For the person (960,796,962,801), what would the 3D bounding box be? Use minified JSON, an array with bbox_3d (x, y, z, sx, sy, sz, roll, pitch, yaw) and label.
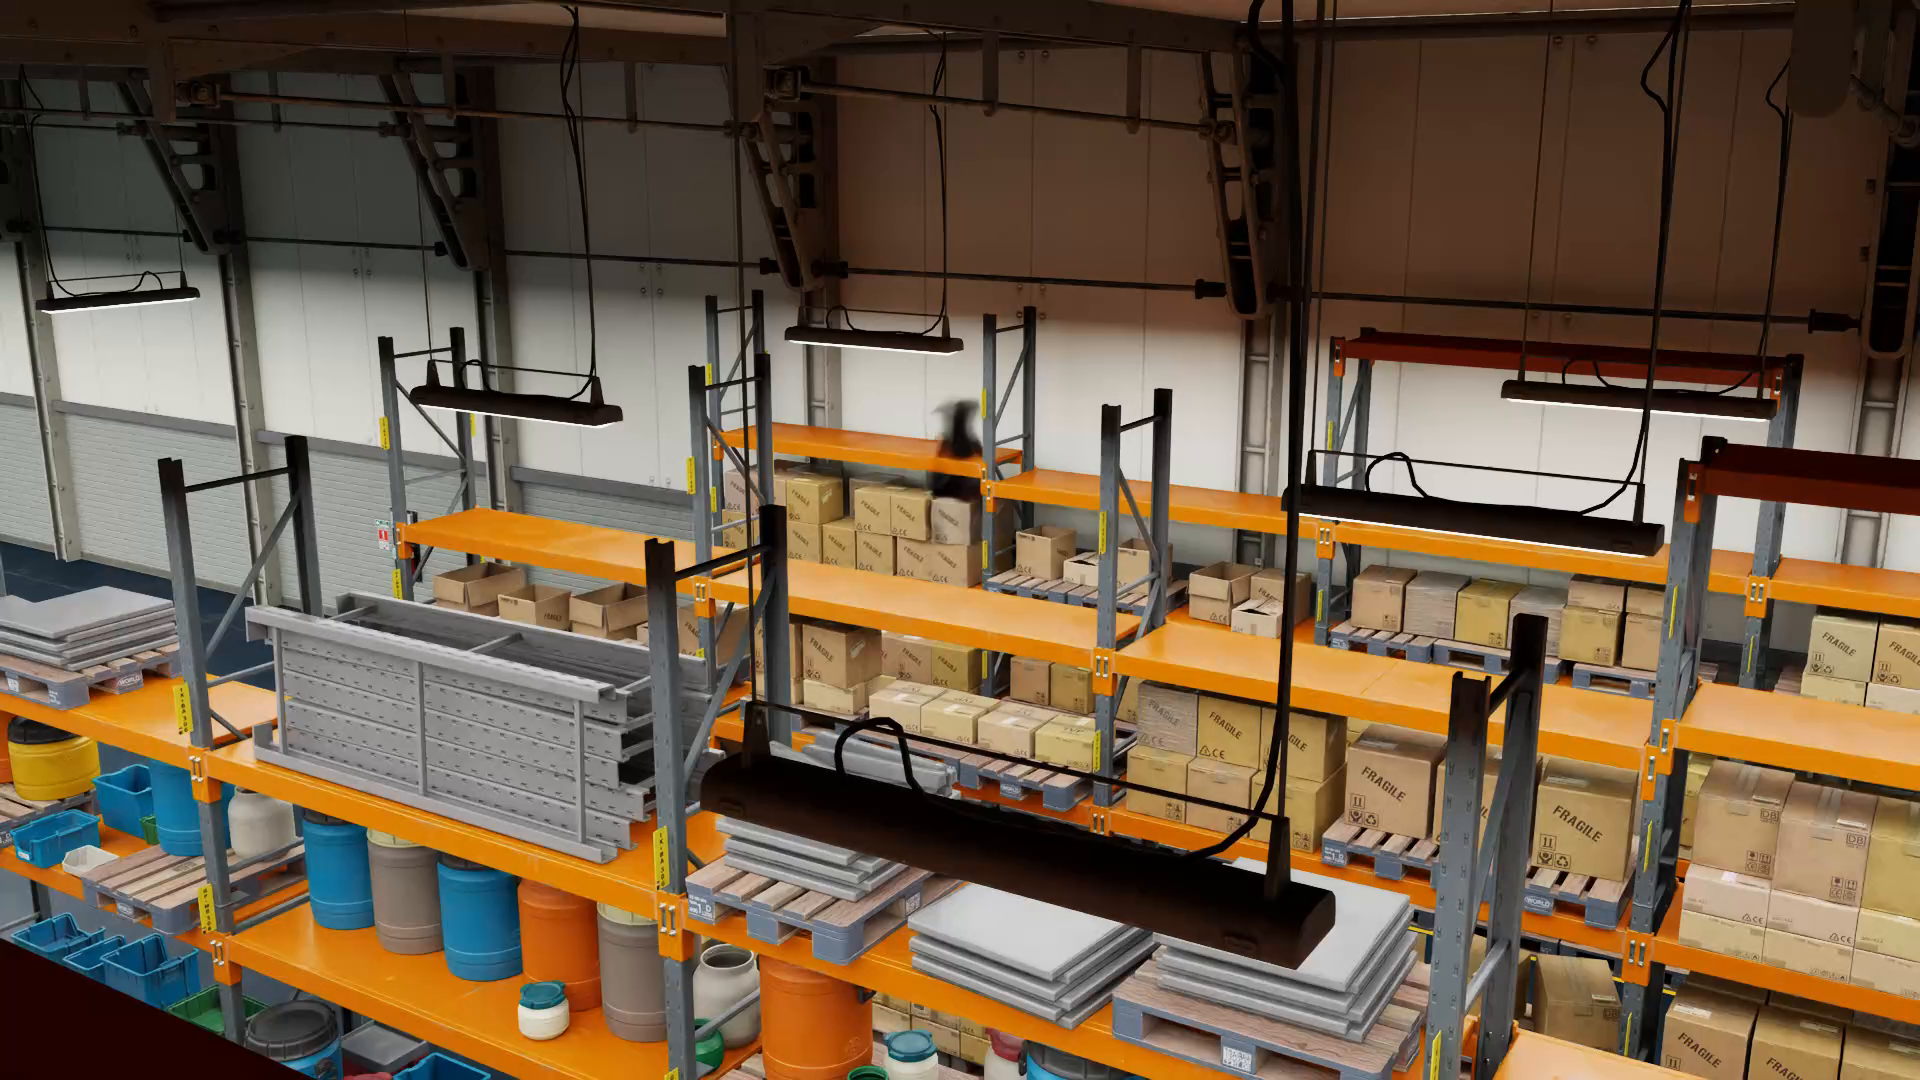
[{"bbox_3d":[0.019,3.286,16.552,0.636,1.681,0.675,5,15,18],"label":"person"}]
